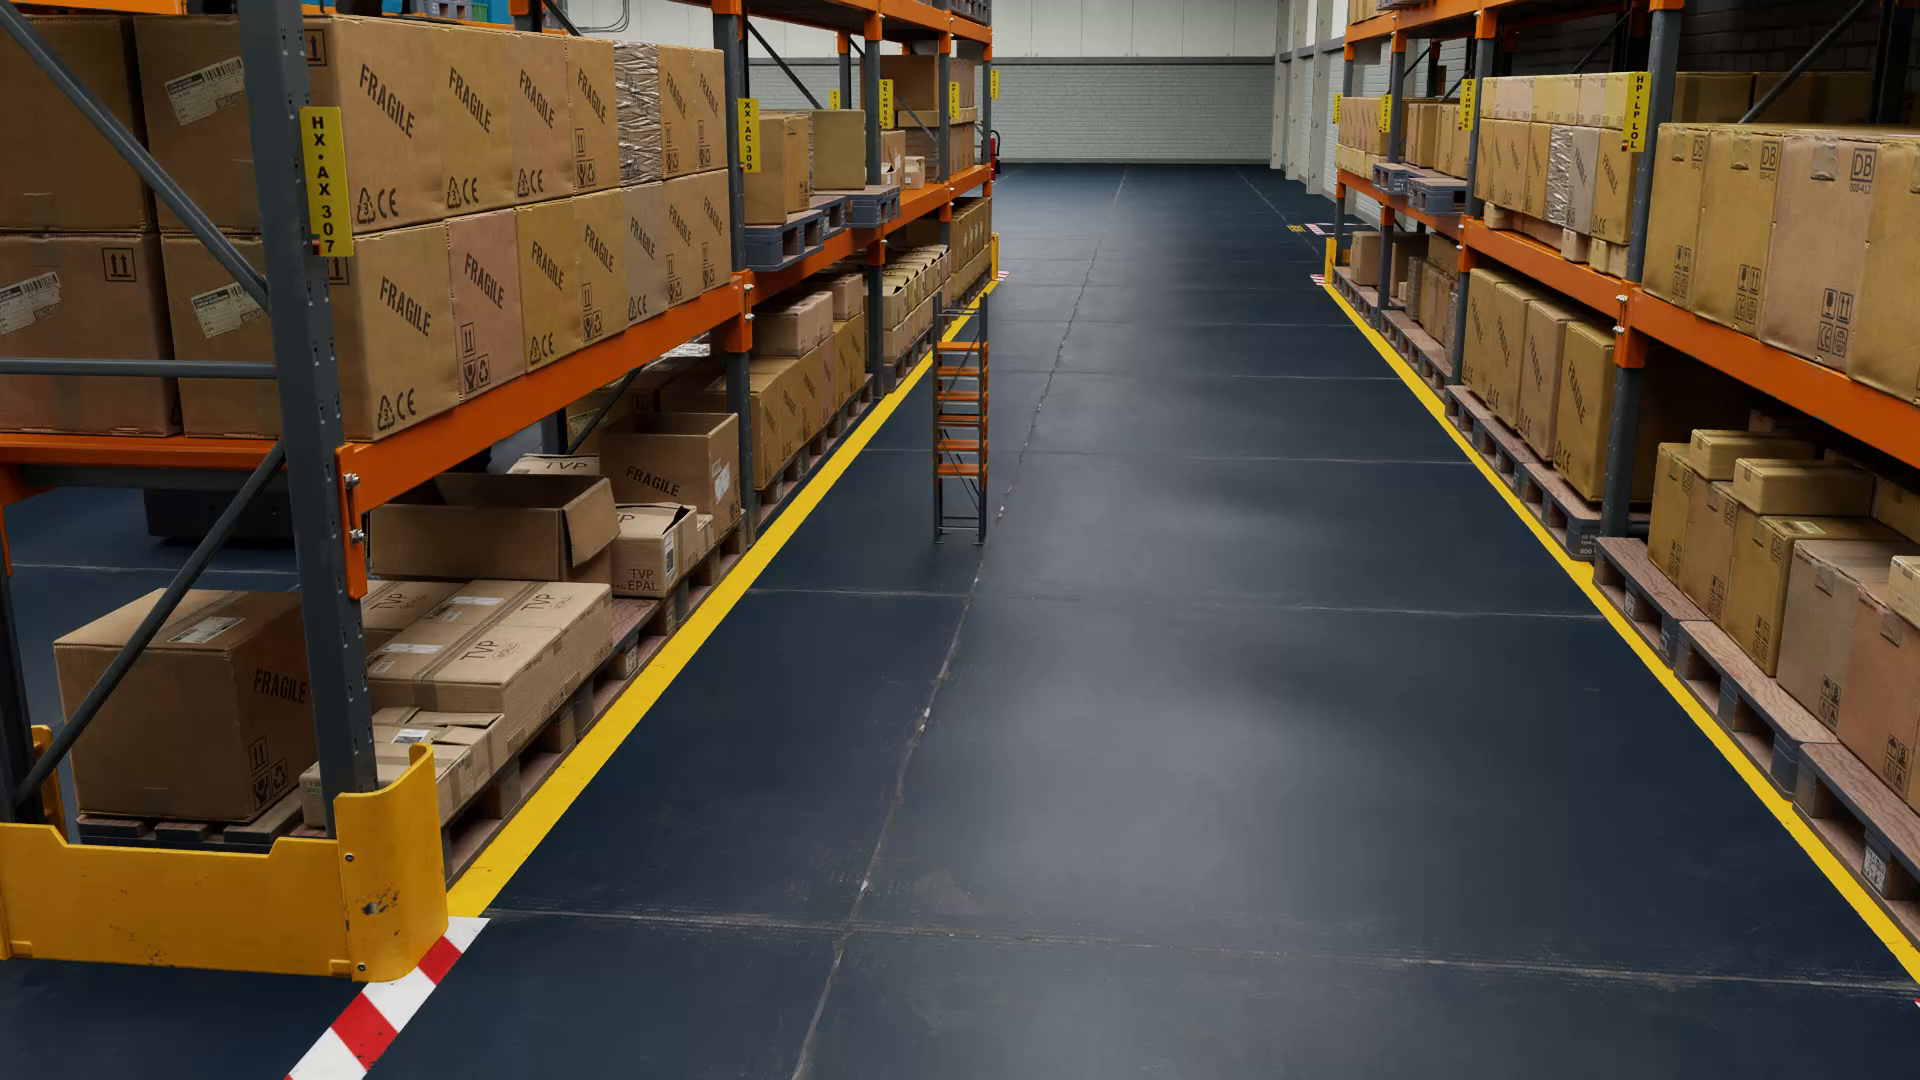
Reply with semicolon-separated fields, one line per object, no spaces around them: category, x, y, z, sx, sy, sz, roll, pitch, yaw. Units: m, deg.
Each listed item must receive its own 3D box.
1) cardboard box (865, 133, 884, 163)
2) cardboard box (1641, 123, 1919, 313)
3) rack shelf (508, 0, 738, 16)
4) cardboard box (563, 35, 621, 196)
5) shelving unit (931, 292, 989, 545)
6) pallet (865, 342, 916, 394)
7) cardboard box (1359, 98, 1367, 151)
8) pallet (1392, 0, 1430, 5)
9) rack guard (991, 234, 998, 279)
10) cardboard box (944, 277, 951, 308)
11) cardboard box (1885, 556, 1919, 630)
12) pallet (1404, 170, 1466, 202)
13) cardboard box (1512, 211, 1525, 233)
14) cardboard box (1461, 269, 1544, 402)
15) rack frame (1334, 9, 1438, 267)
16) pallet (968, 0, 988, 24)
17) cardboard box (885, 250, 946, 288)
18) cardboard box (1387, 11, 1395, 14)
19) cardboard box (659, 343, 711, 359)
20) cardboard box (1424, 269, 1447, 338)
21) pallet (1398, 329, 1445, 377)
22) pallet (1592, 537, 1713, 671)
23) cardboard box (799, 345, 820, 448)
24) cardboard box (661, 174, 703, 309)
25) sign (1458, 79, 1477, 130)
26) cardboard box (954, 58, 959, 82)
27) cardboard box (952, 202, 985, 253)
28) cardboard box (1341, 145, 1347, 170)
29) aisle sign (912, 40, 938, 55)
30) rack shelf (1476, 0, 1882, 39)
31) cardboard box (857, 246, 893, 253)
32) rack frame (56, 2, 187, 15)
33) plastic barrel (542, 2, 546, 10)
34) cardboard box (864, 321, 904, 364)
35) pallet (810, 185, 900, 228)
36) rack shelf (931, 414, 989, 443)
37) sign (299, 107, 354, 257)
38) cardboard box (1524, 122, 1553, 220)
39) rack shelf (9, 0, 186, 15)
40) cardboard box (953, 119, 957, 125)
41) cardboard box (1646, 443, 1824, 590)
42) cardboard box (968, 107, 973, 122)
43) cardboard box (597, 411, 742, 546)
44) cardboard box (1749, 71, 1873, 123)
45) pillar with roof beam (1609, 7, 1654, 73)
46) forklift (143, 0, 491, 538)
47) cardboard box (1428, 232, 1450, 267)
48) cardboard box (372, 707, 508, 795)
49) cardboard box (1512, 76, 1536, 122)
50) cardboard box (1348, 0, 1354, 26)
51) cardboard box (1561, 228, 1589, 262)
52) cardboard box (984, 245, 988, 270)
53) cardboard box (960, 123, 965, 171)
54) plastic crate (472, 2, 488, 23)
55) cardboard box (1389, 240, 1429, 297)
cardboard box;-0.875;-2.952;13.141;0.500;0.500;0.500;1;15;3
cardboard box;3.345;-1.290;6.612;0.980;0.700;0.700;2;15;7
rack shelf;-1.725;-2.013;5.490;1.077;0.370;4.000;2;15;6
cardboard box;-1.470;-1.429;5.592;0.500;0.500;0.500;2;15;6
shelving unit;0.002;-0.583;8.019;0.258;1.200;0.189;2;15;6
pallet;-0.917;-1.334;12.692;1.003;0.211;1.213;2;15;6
cardboard box;4.190;-4.051;16.211;0.500;0.500;0.500;1;15;5
pallet;4.036;-4.292;12.901;1.213;0.211;1.003;2;15;6
rack guard;-0.143;-3.342;19.565;1.175;0.500;0.348;2;15;6
cardboard box;-0.356;-2.265;15.254;0.500;0.250;0.500;2;15;6
cardboard box;2.813;0.153;4.591;0.380;0.149;0.250;2;15;8
pallet;4.057;-2.745;12.935;1.003;0.211;1.213;2;15;6
cardboard box;3.550;-1.933;10.005;0.380;0.149;0.250;2;15;6
cardboard box;3.661;-1.301;10.541;0.750;0.750;0.750;1;15;6
rack frame;4.777;-4.398;18.680;1.000;3.000;0.127;2;15;6
pallet;-0.251;-5.766;18.161;1.003;0.211;1.213;2;15;6
cardboard box;-0.410;-2.403;14.691;0.500;0.311;0.500;2;15;8
cardboard box;4.137;-5.005;14.950;0.500;0.500;0.500;2;15;8
cardboard box;-1.608;-0.831;9.434;0.500;0.500;0.500;2;15;7
cardboard box;4.153;-1.908;13.418;0.700;0.500;0.500;2;15;7
pallet;4.104;-1.495;13.287;1.003;0.211;1.213;2;15;6
pallet;3.259;0.255;6.813;1.003;0.211;1.213;2;15;6
cardboard box;-1.090;-0.823;9.404;0.500;0.500;0.500;2;15;7
cardboard box;-1.358;-1.208;6.691;0.500;0.500;0.500;2;15;8
sign;3.334;-2.857;10.916;0.100;0.325;0.005;2;15;6
cardboard box;-0.383;-4.686;17.067;0.700;0.500;0.500;2;15;6
cardboard box;-0.009;-3.373;17.915;0.500;0.500;0.500;2;15;6
cardboard box;4.362;-4.083;17.764;0.500;0.250;0.500;1;15;5
aisle sign;-0.443;-5.824;18.973;0.394;0.787;0.004;2;15;6
rack shelf;3.648;-2.905;8.791;1.077;0.370;4.000;2;15;6
cardboard box;-0.891;-2.552;15.241;0.500;0.311;0.500;2;15;6
rack frame;-5.970;-2.615;12.086;1.000;3.000;0.127;2;15;6
plastic barrel;-4.995;-6.418;18.777;0.600;0.830;0.708;2;15;6
cardboard box;-0.697;-1.471;12.317;0.500;0.250;0.500;2;15;6
pallet;-1.055;-2.198;10.910;1.213;0.211;1.003;2;15;6
rack shelf;0.002;-0.540;8.031;0.258;0.103;0.180;2;15;6
sign;-1.412;-0.795;3.697;0.100;0.325;0.005;2;15;6
cardboard box;3.389;-2.007;9.037;0.500;0.500;0.500;2;15;8
rack shelf;-6.195;-3.197;9.870;1.077;0.370;4.000;2;15;6
cardboard box;-0.233;-4.265;16.755;0.380;0.149;0.250;1;15;5
cardboard box;3.237;-0.091;6.735;0.700;0.500;0.500;2;15;7
cardboard box;-0.056;-4.665;18.235;0.380;0.149;0.250;1;15;5
cardboard box;-1.282;-0.280;7.398;0.500;0.500;0.500;2;15;6
cardboard box;3.734;-1.961;7.431;0.500;0.250;0.500;2;15;8
pillar with roof beam;0.603;-5.658;11.845;9.100;9.000;0.400;2;15;6
forklift;-3.308;-1.751;9.022;1.130;2.935;3.031;1;15;3
cardboard box;4.213;-2.423;13.884;0.500;0.250;0.500;1;15;5
cardboard box;-1.534;0.599;4.786;0.380;0.166;0.250;2;15;6
cardboard box;3.454;-2.507;9.451;0.500;0.250;0.500;2;15;7
cardboard box;4.491;-5.825;17.979;0.500;0.500;0.500;2;15;8
cardboard box;3.230;-1.472;8.303;0.380;0.149;0.250;2;15;6
cardboard box;0.043;-3.140;18.493;0.500;0.250;0.500;2;15;6
cardboard box;-0.327;-4.206;17.777;0.700;0.500;0.500;2;15;7
plastic crate;-5.070;-5.399;17.042;0.336;0.188;0.450;2;15;6
cardboard box;4.403;-2.637;16.112;0.500;0.500;0.500;1;15;2
